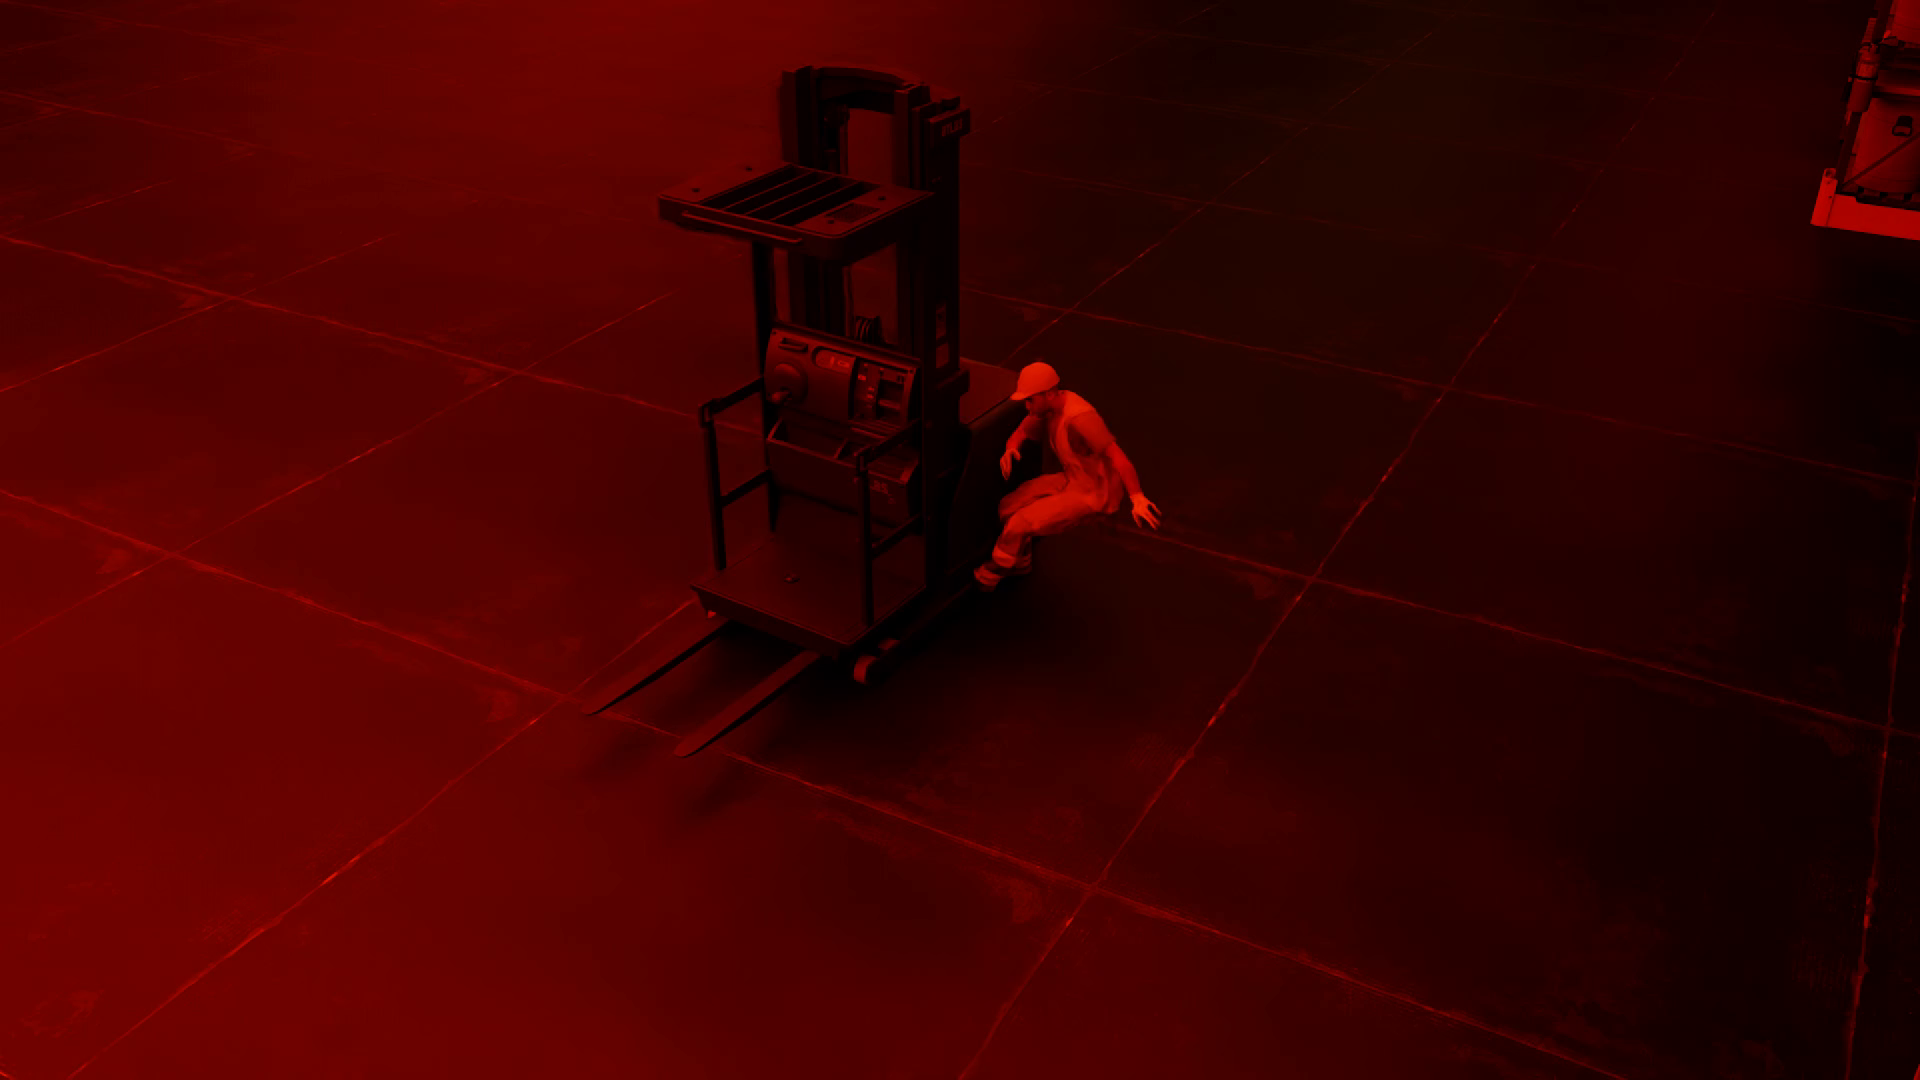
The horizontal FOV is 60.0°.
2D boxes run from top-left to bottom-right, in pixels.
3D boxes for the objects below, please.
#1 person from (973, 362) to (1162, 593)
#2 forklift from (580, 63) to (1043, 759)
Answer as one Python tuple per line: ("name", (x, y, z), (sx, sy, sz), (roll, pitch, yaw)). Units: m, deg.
("person", (0.454, -0.203, 8.963), (0.970, 1.480, 1.084), (-7, 31, -13))
("forklift", (-0.738, -0.777, 8.417), (1.130, 2.935, 3.031), (18, 35, 29))
